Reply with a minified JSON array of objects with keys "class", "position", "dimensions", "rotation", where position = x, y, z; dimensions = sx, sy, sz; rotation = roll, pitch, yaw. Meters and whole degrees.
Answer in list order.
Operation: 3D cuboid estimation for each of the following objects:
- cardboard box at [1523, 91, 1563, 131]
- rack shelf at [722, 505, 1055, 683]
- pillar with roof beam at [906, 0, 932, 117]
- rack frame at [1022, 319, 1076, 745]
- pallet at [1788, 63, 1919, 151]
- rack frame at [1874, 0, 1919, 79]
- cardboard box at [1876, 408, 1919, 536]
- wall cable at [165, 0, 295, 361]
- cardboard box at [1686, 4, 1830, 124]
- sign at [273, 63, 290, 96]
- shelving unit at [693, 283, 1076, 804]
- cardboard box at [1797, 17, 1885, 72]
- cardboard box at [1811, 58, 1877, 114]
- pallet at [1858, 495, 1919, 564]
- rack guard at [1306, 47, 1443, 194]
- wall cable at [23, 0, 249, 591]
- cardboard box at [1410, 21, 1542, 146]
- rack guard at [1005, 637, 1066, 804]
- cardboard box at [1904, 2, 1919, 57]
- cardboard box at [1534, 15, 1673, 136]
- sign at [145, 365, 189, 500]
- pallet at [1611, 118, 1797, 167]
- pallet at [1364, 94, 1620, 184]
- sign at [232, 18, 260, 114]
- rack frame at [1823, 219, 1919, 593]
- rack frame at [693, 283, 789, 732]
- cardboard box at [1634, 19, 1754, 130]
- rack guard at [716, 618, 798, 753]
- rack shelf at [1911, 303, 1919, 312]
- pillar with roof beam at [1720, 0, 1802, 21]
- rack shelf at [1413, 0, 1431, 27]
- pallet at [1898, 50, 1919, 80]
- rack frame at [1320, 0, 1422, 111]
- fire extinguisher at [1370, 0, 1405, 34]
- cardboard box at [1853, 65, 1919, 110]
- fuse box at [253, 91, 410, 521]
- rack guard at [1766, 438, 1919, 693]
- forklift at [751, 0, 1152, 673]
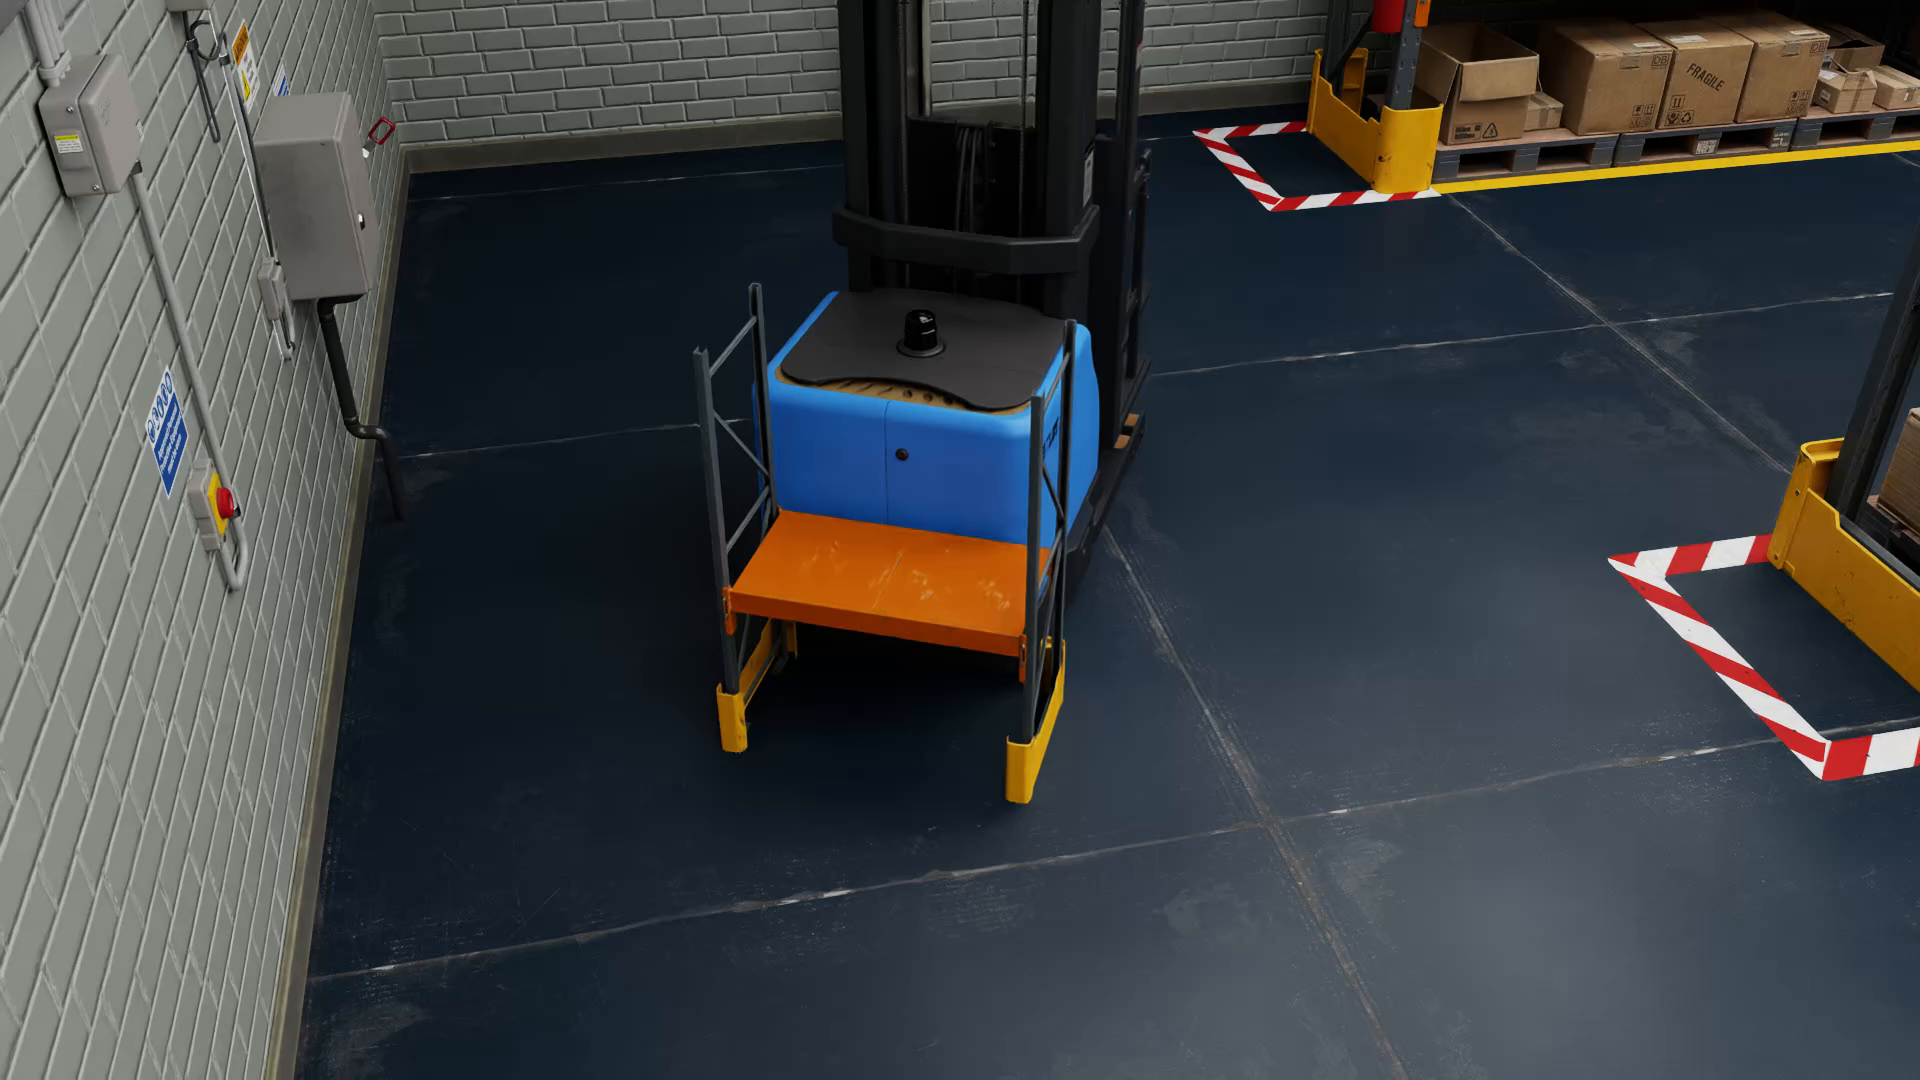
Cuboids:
[{"class":"cardboard box","position":[3.471,-2.647,10.184],"dimensions":[0.250,0.149,0.380],"rotation":[-9,35,-12]},{"class":"rack shelf","position":[-0.215,0.164,5.483],"dimensions":[1.000,0.185,0.538],"rotation":[8,35,12]},{"class":"pillar with roof beam","position":[0.552,-3.911,4.503],"dimensions":[0.400,9.000,9.100],"rotation":[-7,35,-11]},{"class":"rack frame","position":[0.277,0.086,5.276],"dimensions":[0.032,1.500,0.500],"rotation":[8,35,12]},{"class":"pallet","position":[5.662,-2.852,10.810],"dimensions":[1.213,0.211,1.003],"rotation":[-7,35,-11]},{"class":"rack frame","position":[6.332,-4.093,10.158],"dimensions":[0.127,3.000,1.000],"rotation":[-7,35,-11]},{"class":"cardboard box","position":[4.151,-0.150,6.205],"dimensions":[0.875,0.438,0.875],"rotation":[-8,35,-12]},{"class":"wall cable","position":[-2.290,-1.390,5.217],"dimensions":[0.122,1.984,0.588],"rotation":[-7,35,-11]},{"class":"cardboard box","position":[4.903,-2.973,10.355],"dimensions":[0.500,0.500,0.700],"rotation":[-8,35,-12]},{"class":"sign","position":[-2.598,-1.562,6.471],"dimensions":[0.001,0.494,0.329],"rotation":[-7,35,-11]},{"class":"shelving unit","position":[-0.224,0.013,5.385],"dimensions":[1.083,1.500,0.587],"rotation":[8,35,12]},{"class":"cardboard box","position":[5.635,-3.199,10.861],"dimensions":[0.500,0.311,0.500],"rotation":[-6,34,-9]},{"class":"cardboard box","position":[5.505,-2.860,10.397],"dimensions":[0.258,0.266,0.396],"rotation":[-6,34,-9]},{"class":"pallet","position":[4.292,0.113,6.393],"dimensions":[1.213,0.211,1.003],"rotation":[-7,35,-11]},{"class":"rack guard","position":[2.505,-2.573,10.136],"dimensions":[0.348,0.500,1.175],"rotation":[-7,35,-11]},{"class":"wall cable","position":[-1.965,-0.633,4.062],"dimensions":[0.123,1.953,0.585],"rotation":[-7,35,-11]},{"class":"cardboard box","position":[3.048,-2.763,10.039],"dimensions":[0.637,0.503,0.797],"rotation":[-9,35,-12]},{"class":"rack guard","position":[0.258,0.602,5.628],"dimensions":[0.087,0.250,0.587],"rotation":[8,35,12]},{"class":"cardboard box","position":[6.746,-3.451,11.067],"dimensions":[0.500,0.500,0.500],"rotation":[-7,35,-11]},{"class":"cardboard box","position":[3.890,-2.846,10.165],"dimensions":[0.500,0.500,0.700],"rotation":[-6,34,-9]},{"class":"sign","position":[-2.014,-0.277,4.228],"dimensions":[0.001,0.218,0.327],"rotation":[-7,35,-11]},{"class":"pallet","position":[4.470,-2.700,10.584],"dimensions":[1.213,0.211,1.003],"rotation":[-7,35,-11]},{"class":"pallet","position":[3.282,-2.552,10.363],"dimensions":[1.213,0.211,1.003],"rotation":[-7,35,-11]},{"class":"sign","position":[-2.476,-1.646,5.769],"dimensions":[0.001,0.242,0.339],"rotation":[-7,35,-11]},{"class":"rack frame","position":[3.529,-0.904,5.406],"dimensions":[0.127,3.000,1.000],"rotation":[-7,35,-11]},{"class":"rack frame","position":[-0.707,-0.057,5.489],"dimensions":[0.032,1.500,0.500],"rotation":[8,35,12]},{"class":"cardboard box","position":[4.428,-2.856,10.181],"dimensions":[0.500,0.500,0.500],"rotation":[-7,34,-10]},{"class":"rack guard","position":[-0.706,0.462,5.837],"dimensions":[0.087,0.250,0.587],"rotation":[8,35,12]},{"class":"rack shelf","position":[5.480,-0.852,5.973],"dimensions":[4.000,0.370,1.077],"rotation":[-7,35,-11]},{"class":"pillar with roof beam","position":[6.404,-4.649,5.602],"dimensions":[0.400,9.000,9.100],"rotation":[-7,35,-11]},{"class":"rack shelf","position":[4.381,-3.549,9.992],"dimensions":[4.000,0.370,1.077],"rotation":[-7,35,-11]},{"class":"pallet","position":[7.117,-3.056,11.115],"dimensions":[1.213,0.211,1.003],"rotation":[-7,35,-11]},{"class":"rack frame","position":[2.431,-3.602,9.425],"dimensions":[0.127,3.000,1.000],"rotation":[-7,35,-11]},{"class":"fire extinguisher","position":[2.389,-3.145,9.149],"dimensions":[0.183,0.674,0.296],"rotation":[-7,35,-11]},{"class":"cardboard box","position":[5.853,-2.856,10.495],"dimensions":[0.250,0.149,0.380],"rotation":[-8,35,-12]},{"class":"fuse box","position":[-2.287,-0.823,6.441],"dimensions":[0.414,1.711,0.539],"rotation":[-7,35,-11]},{"class":"rack guard","position":[3.506,0.136,6.098],"dimensions":[0.348,0.500,1.175],"rotation":[-7,35,-11]},{"class":"forklift","position":[0.187,-1.562,6.448],"dimensions":[1.130,2.935,3.031],"rotation":[10,35,14]}]
